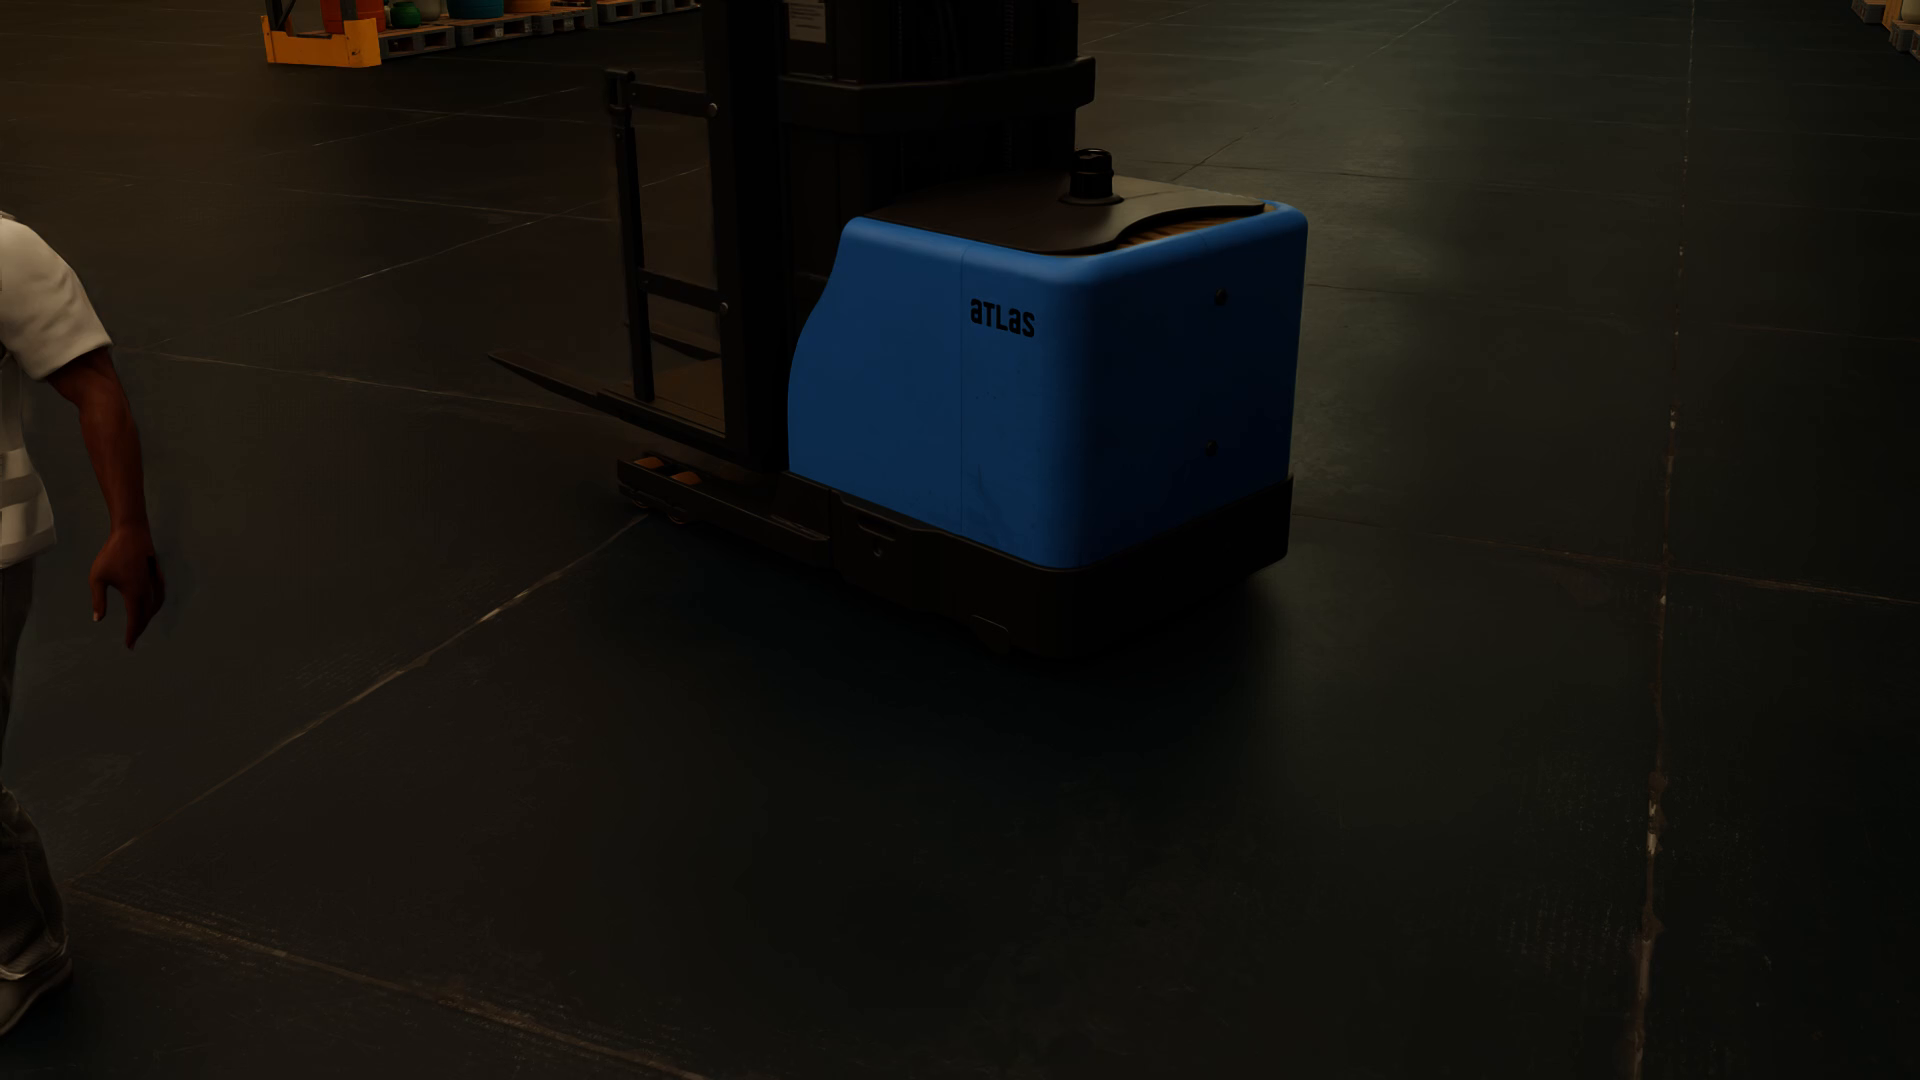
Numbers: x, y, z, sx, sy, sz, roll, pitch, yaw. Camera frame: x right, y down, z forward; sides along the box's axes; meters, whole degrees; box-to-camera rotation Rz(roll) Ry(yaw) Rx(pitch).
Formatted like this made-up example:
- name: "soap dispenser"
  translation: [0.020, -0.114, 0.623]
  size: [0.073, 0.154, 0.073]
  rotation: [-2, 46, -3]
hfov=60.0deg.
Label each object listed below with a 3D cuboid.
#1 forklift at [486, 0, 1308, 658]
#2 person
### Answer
- name: "forklift"
  translation: [-0.452, -1.524, 4.940]
  size: [3.031, 2.935, 1.130]
  rotation: [21, 30, 40]
- name: "person"
  translation: [-1.727, 0.040, 2.756]
  size: [0.816, 1.732, 0.490]
  rotation: [6, 23, 14]
